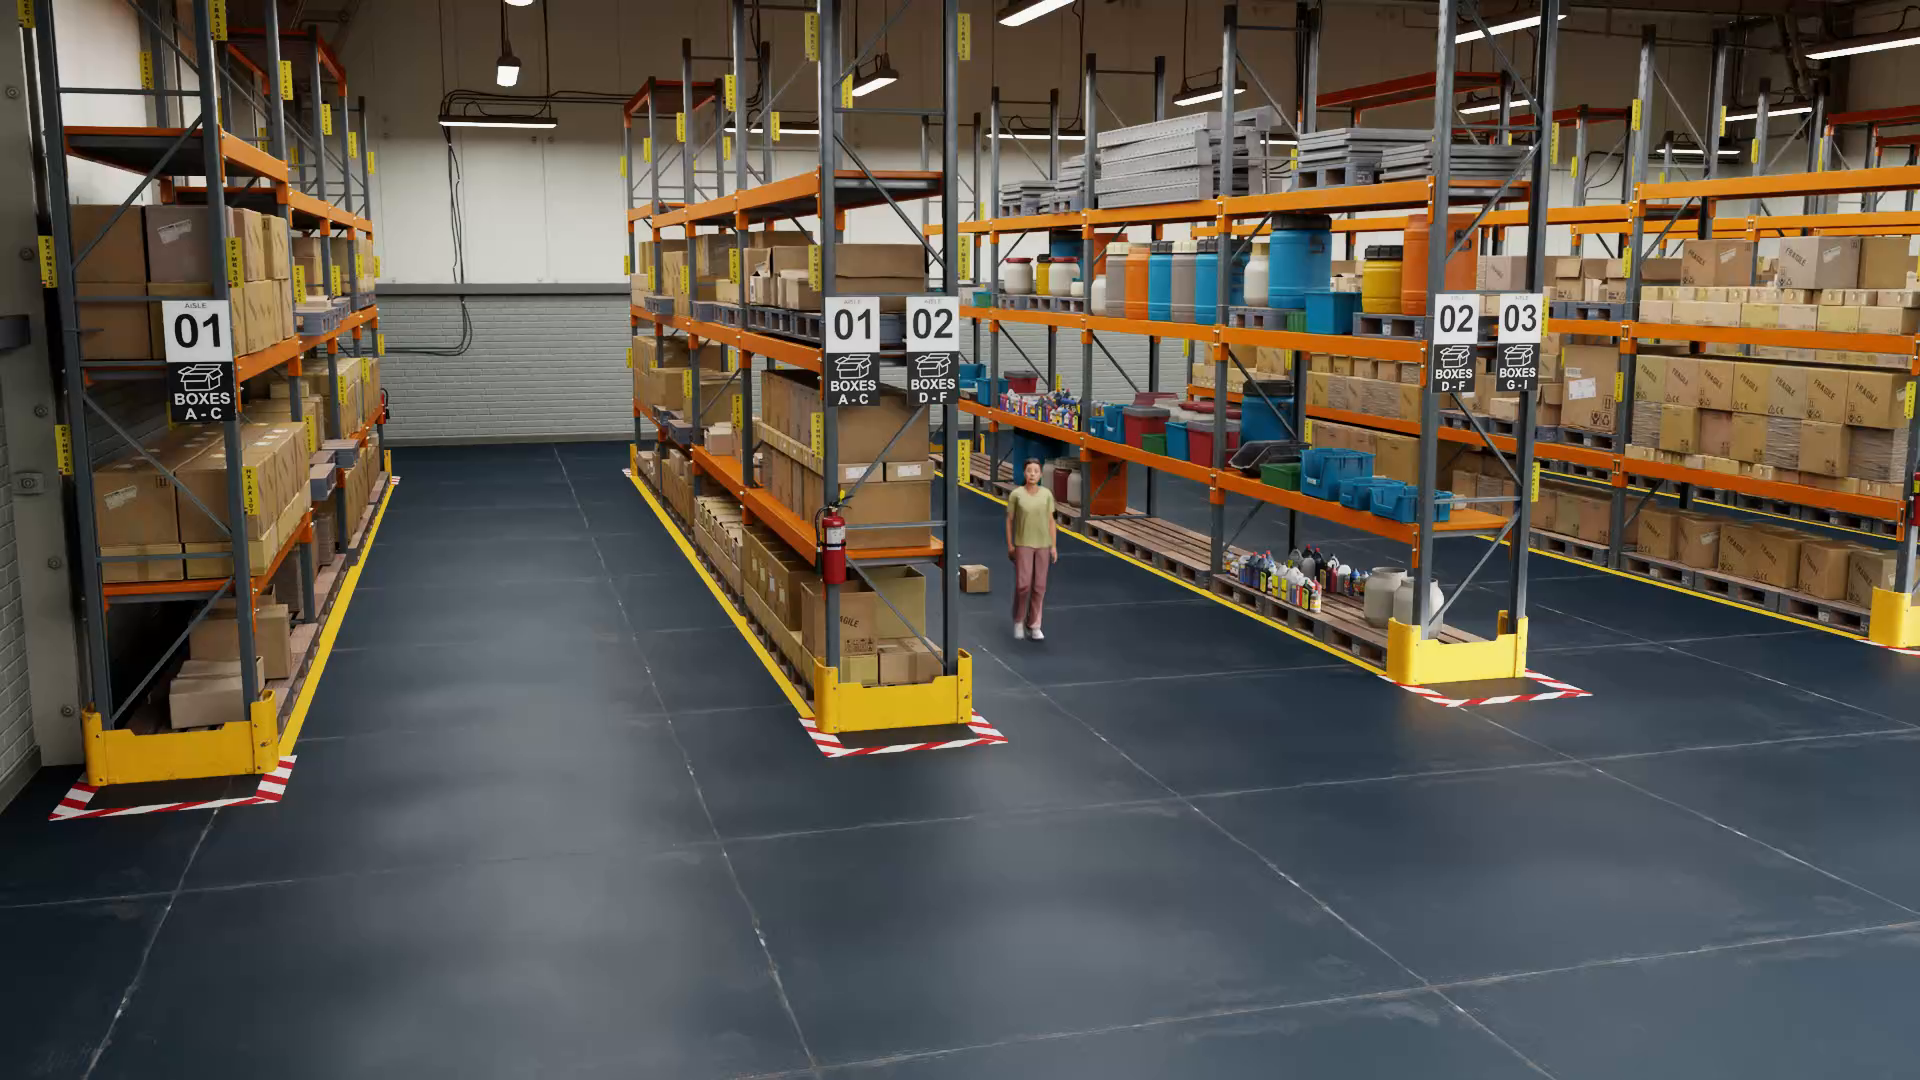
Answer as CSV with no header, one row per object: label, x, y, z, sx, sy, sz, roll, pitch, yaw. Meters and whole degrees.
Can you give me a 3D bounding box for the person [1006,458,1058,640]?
person,0.668,0.088,15.244,0.448,1.676,0.467,-2,10,-11
